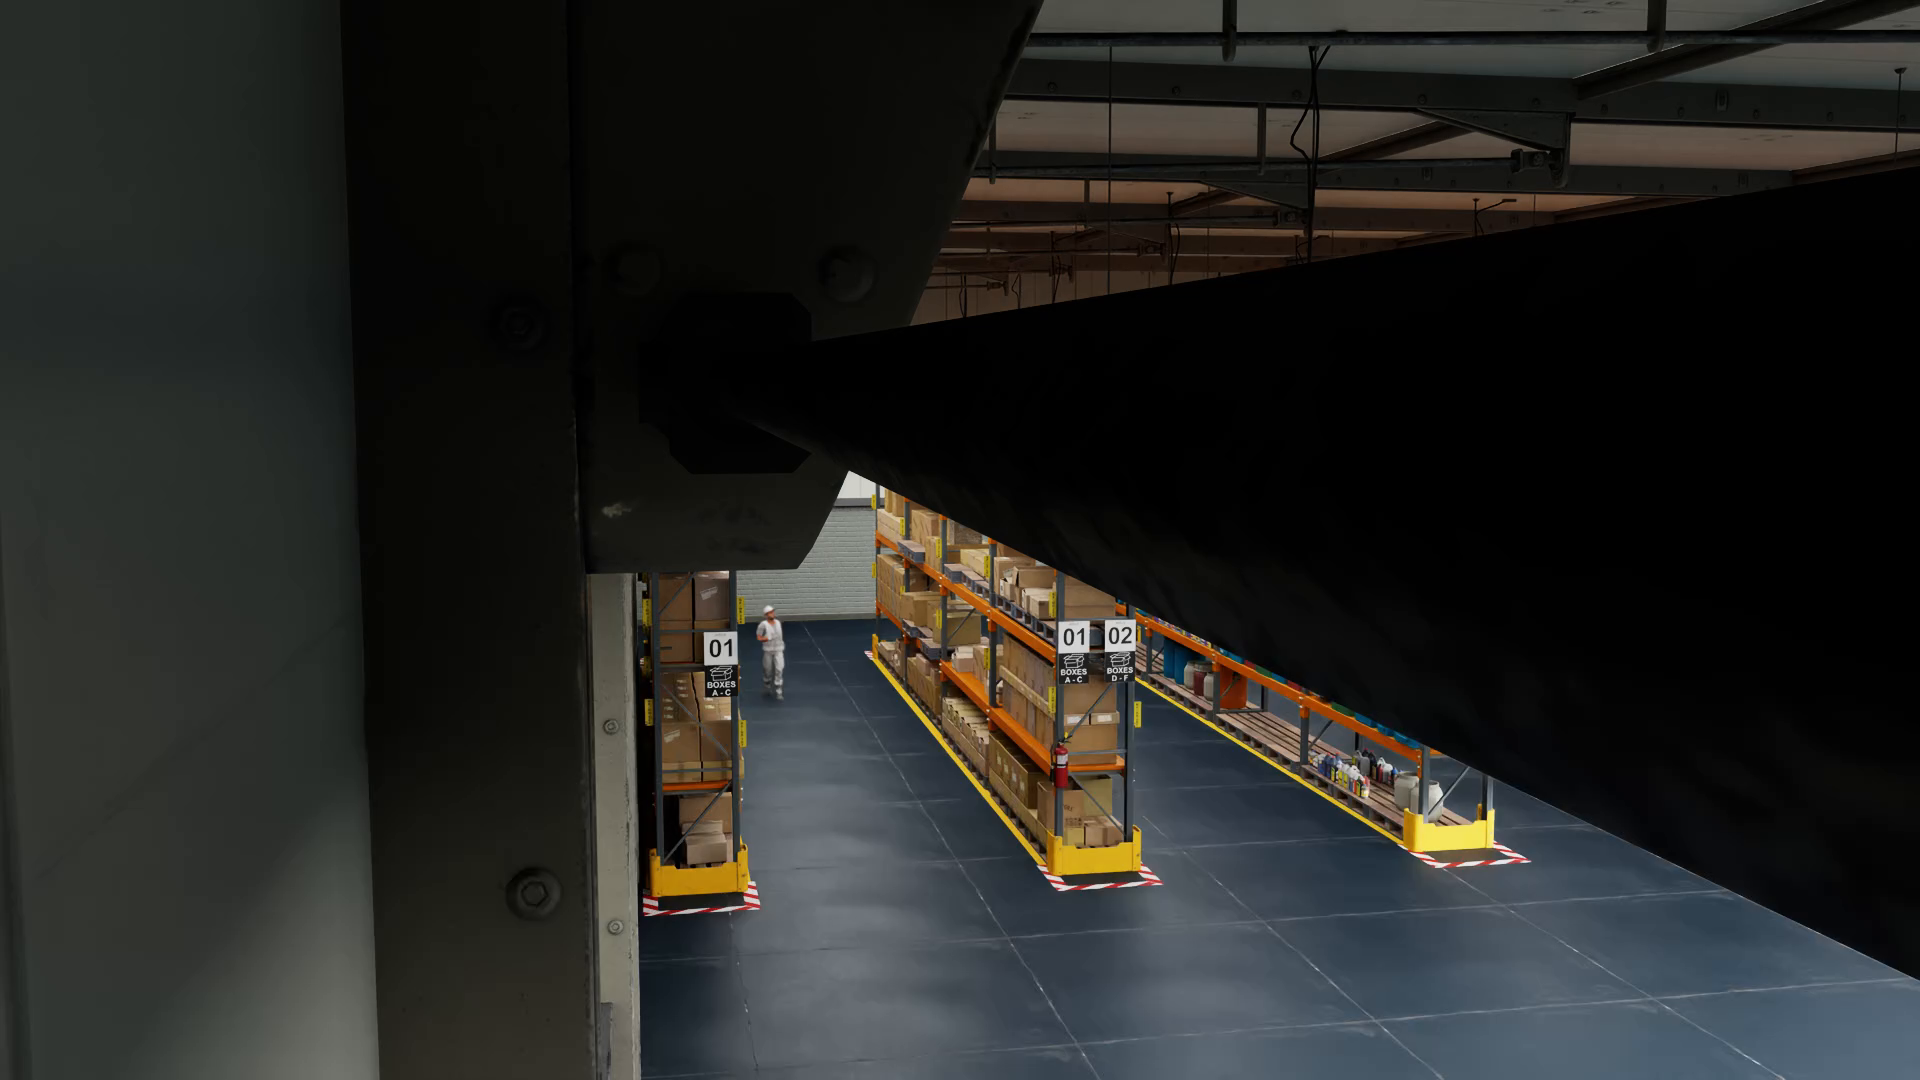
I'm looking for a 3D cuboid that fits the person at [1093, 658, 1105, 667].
[{"bbox_3d":[2.841,1.969,34.678,0.523,1.599,0.845,1,6,13],"label":"person"}]

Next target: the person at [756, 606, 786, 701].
[{"bbox_3d":[-3.617,2.154,31.942,0.591,1.769,0.885,-2,6,-14],"label":"person"}]
